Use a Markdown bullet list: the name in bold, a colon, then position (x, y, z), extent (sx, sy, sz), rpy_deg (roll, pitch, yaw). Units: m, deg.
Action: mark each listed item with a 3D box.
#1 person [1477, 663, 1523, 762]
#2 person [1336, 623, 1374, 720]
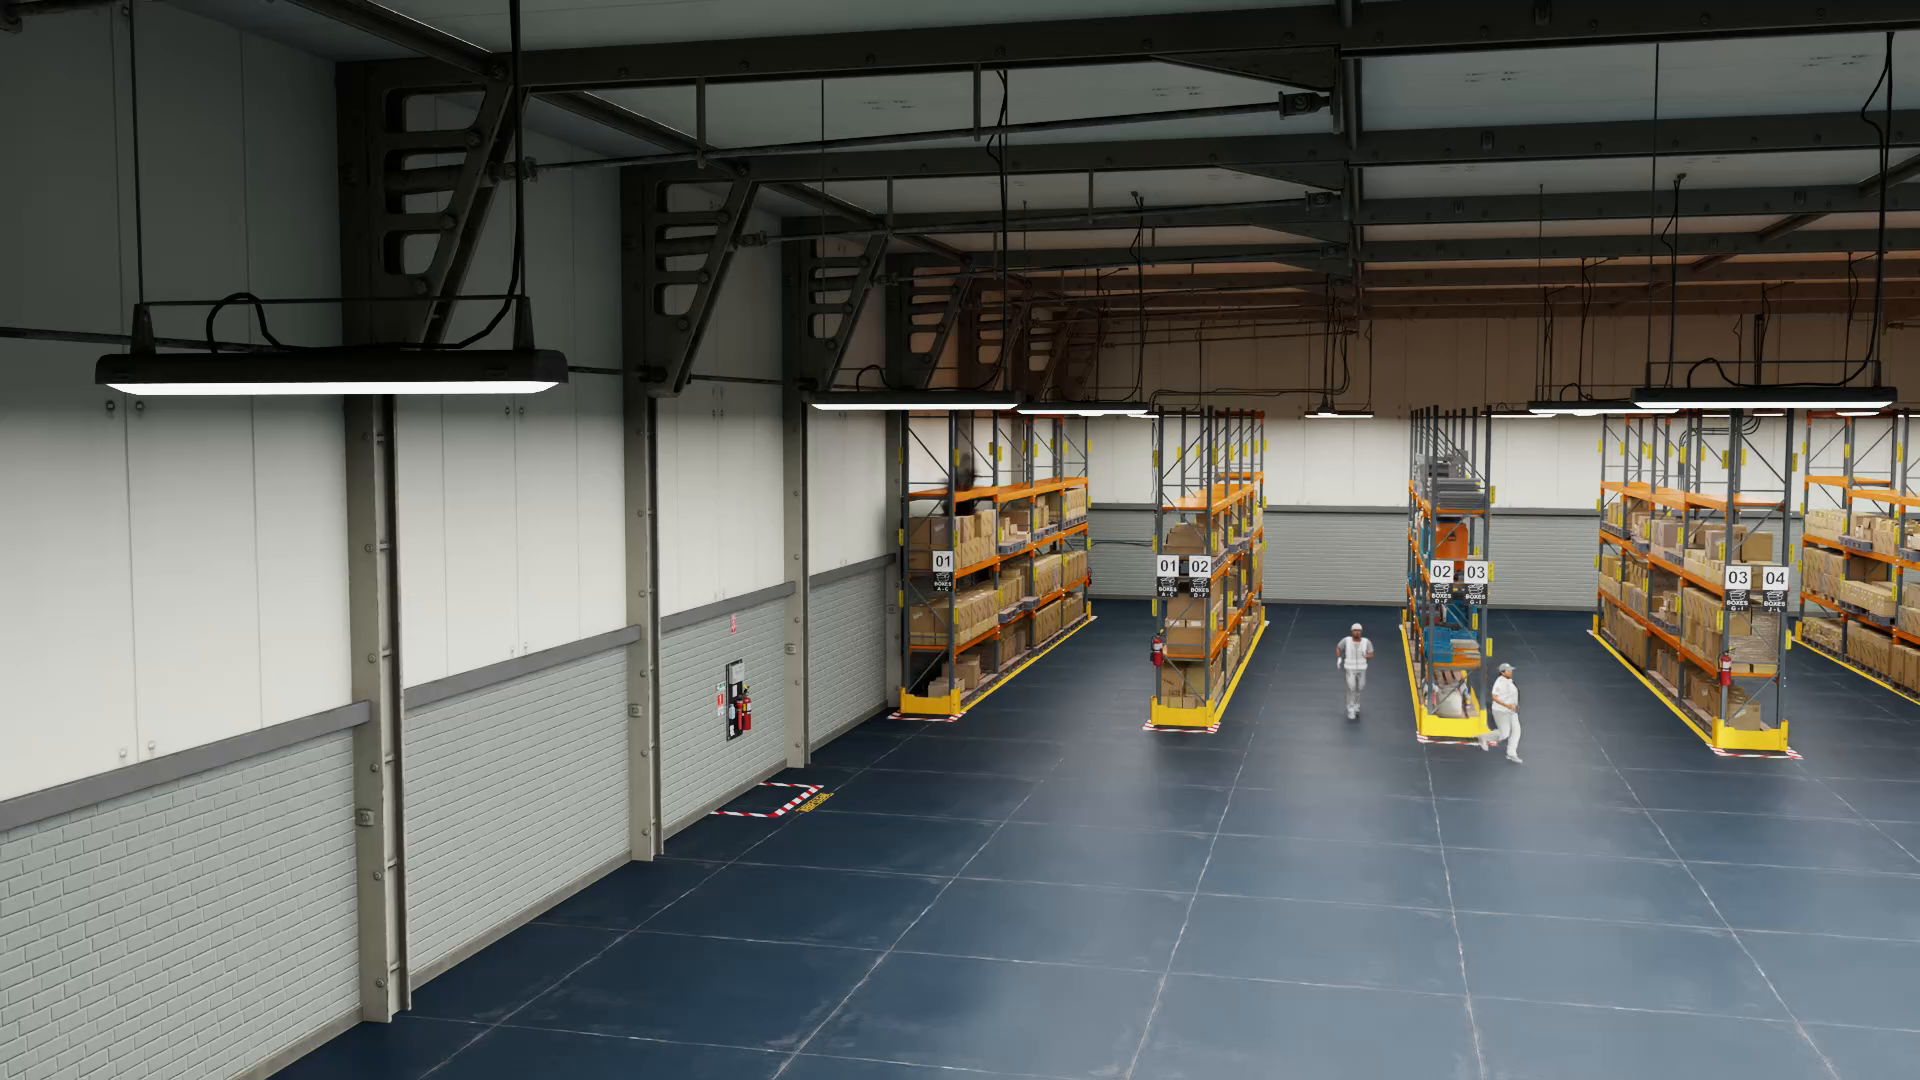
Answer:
- **person**: position (9.167, 2.906, 28.120), extent (0.769, 1.665, 0.621), rpy_deg (4, 6, 42)
- **person**: position (7.637, 2.528, 32.110), extent (0.662, 1.844, 0.785), rpy_deg (0, 4, 1)
